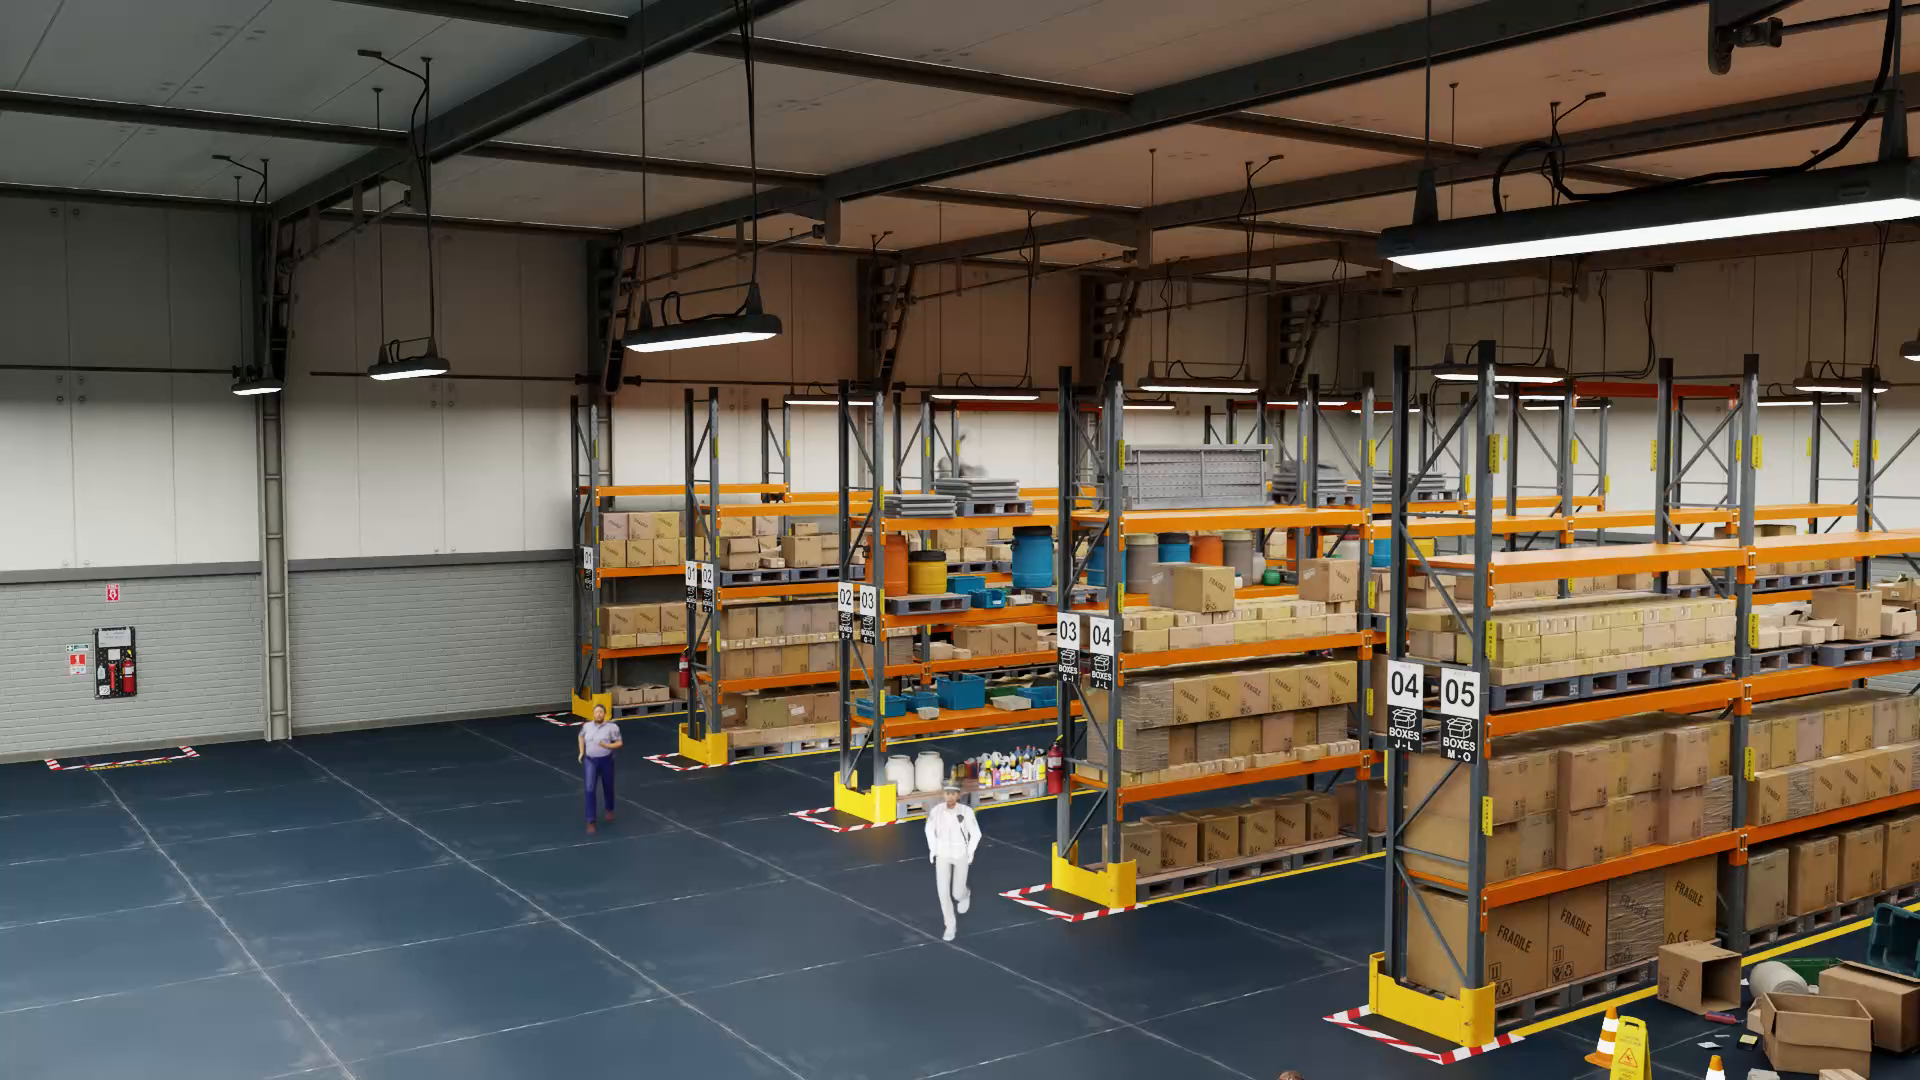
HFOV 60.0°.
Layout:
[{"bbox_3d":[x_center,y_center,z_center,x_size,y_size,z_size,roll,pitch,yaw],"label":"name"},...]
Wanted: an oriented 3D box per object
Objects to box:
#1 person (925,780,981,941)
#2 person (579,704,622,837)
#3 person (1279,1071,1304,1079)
[{"bbox_3d":[-0.072,3.299,17.460,0.602,1.657,0.707,1,3,9],"label":"person"},{"bbox_3d":[-4.773,3.004,22.054,0.594,1.678,0.875,0,3,-7],"label":"person"},{"bbox_3d":[1.882,3.807,9.540,0.544,1.556,0.705,1,3,9],"label":"person"}]
